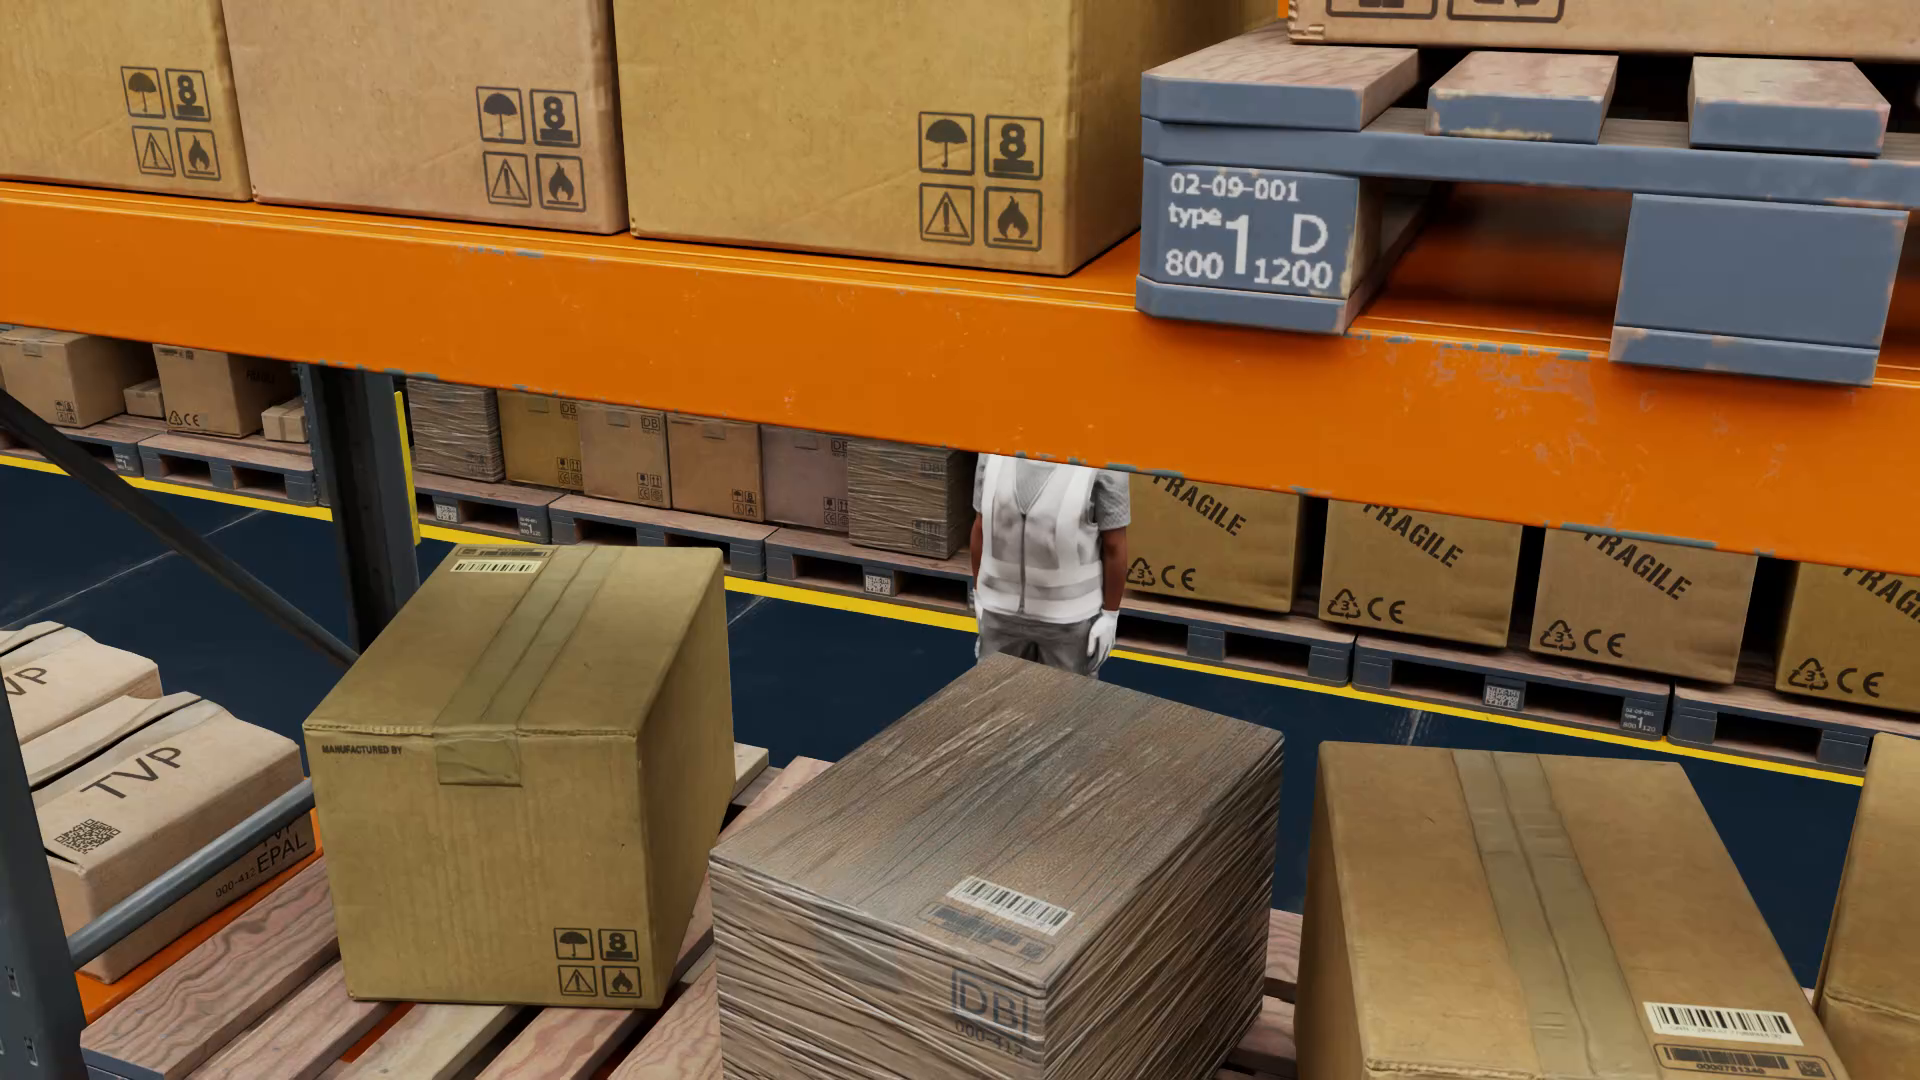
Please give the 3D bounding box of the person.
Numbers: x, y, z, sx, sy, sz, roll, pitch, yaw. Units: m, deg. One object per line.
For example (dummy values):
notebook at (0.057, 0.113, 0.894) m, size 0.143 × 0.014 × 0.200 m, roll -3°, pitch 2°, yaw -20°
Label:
person at (0.280, 0.228, 5.503) m, size 0.544 × 1.782 × 0.352 m, roll 9°, pitch 24°, yaw 21°
